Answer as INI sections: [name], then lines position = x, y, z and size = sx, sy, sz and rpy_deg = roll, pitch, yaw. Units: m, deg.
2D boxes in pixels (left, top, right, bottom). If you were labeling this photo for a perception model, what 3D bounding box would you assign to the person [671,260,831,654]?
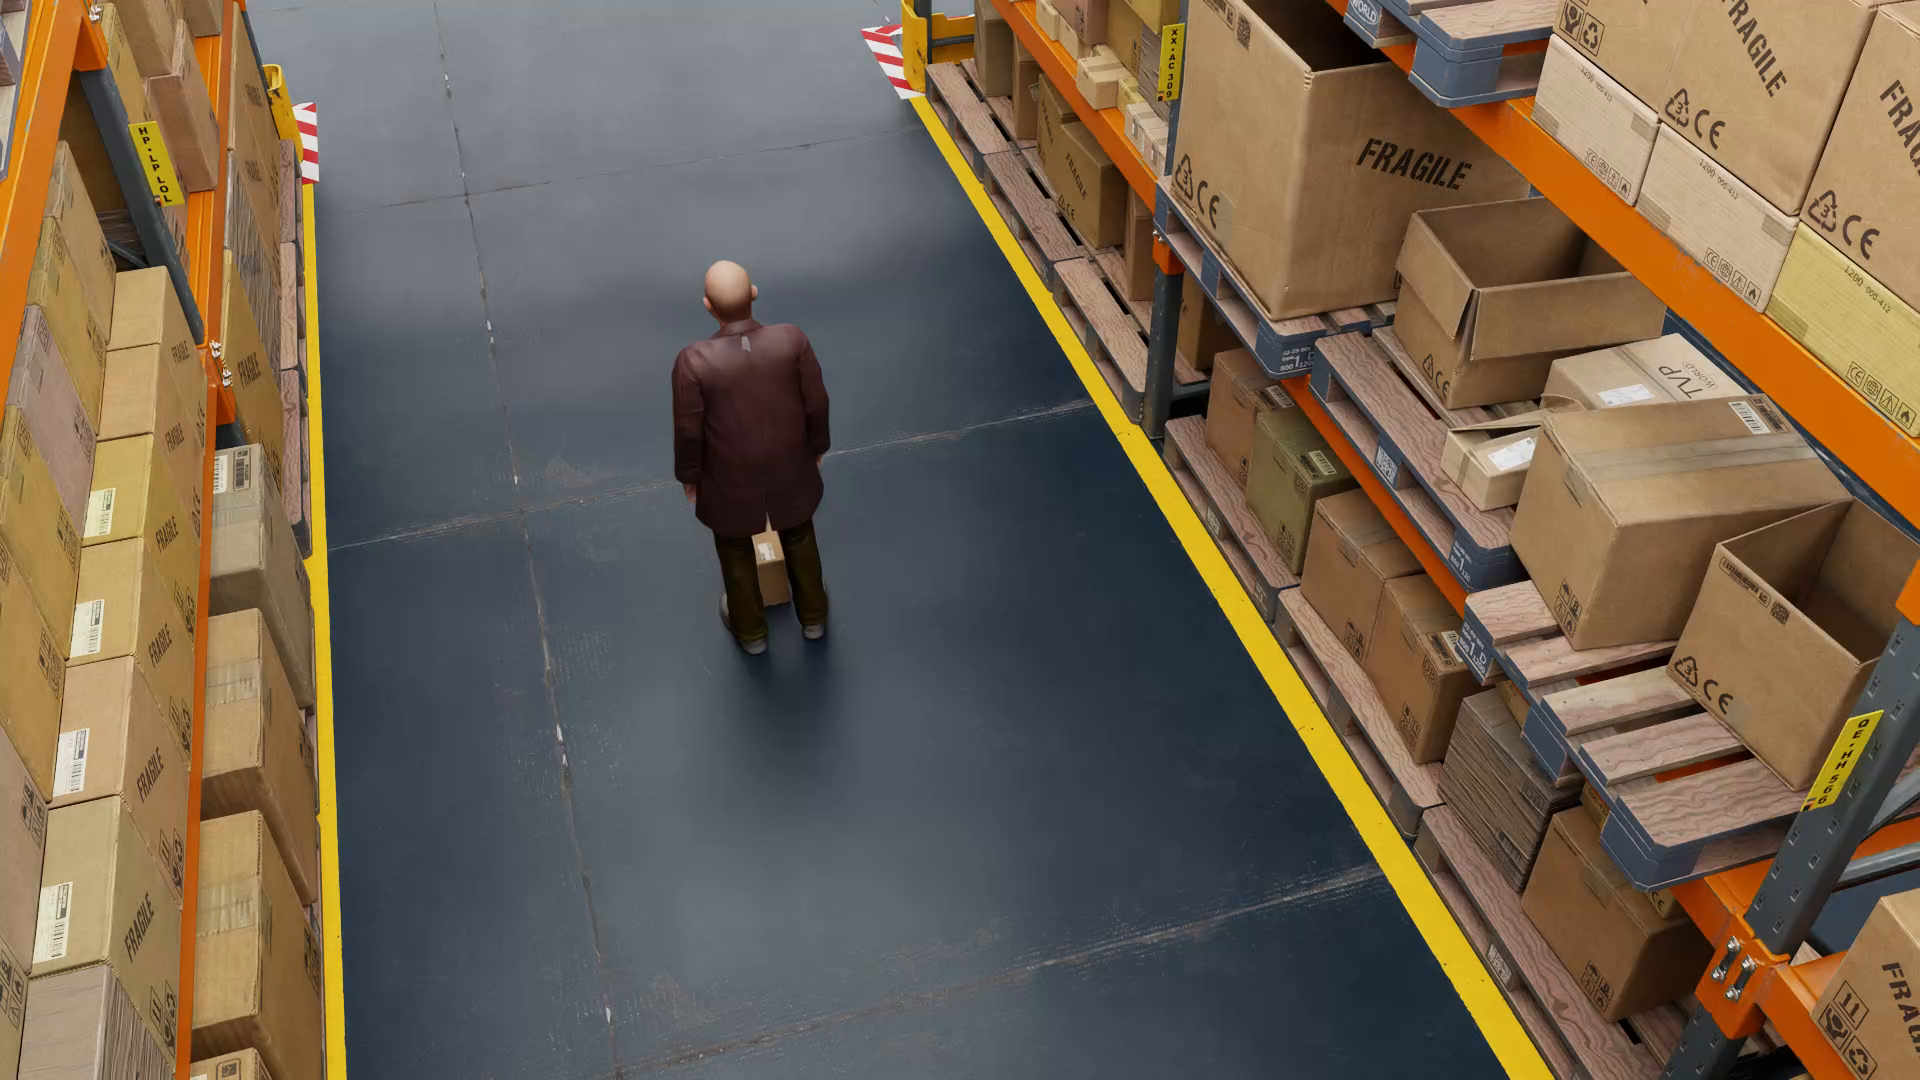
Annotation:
[person]
position = -0.804, -0.297, 6.505
size = 0.625, 1.773, 0.427
rpy_deg = -13, 43, -14
